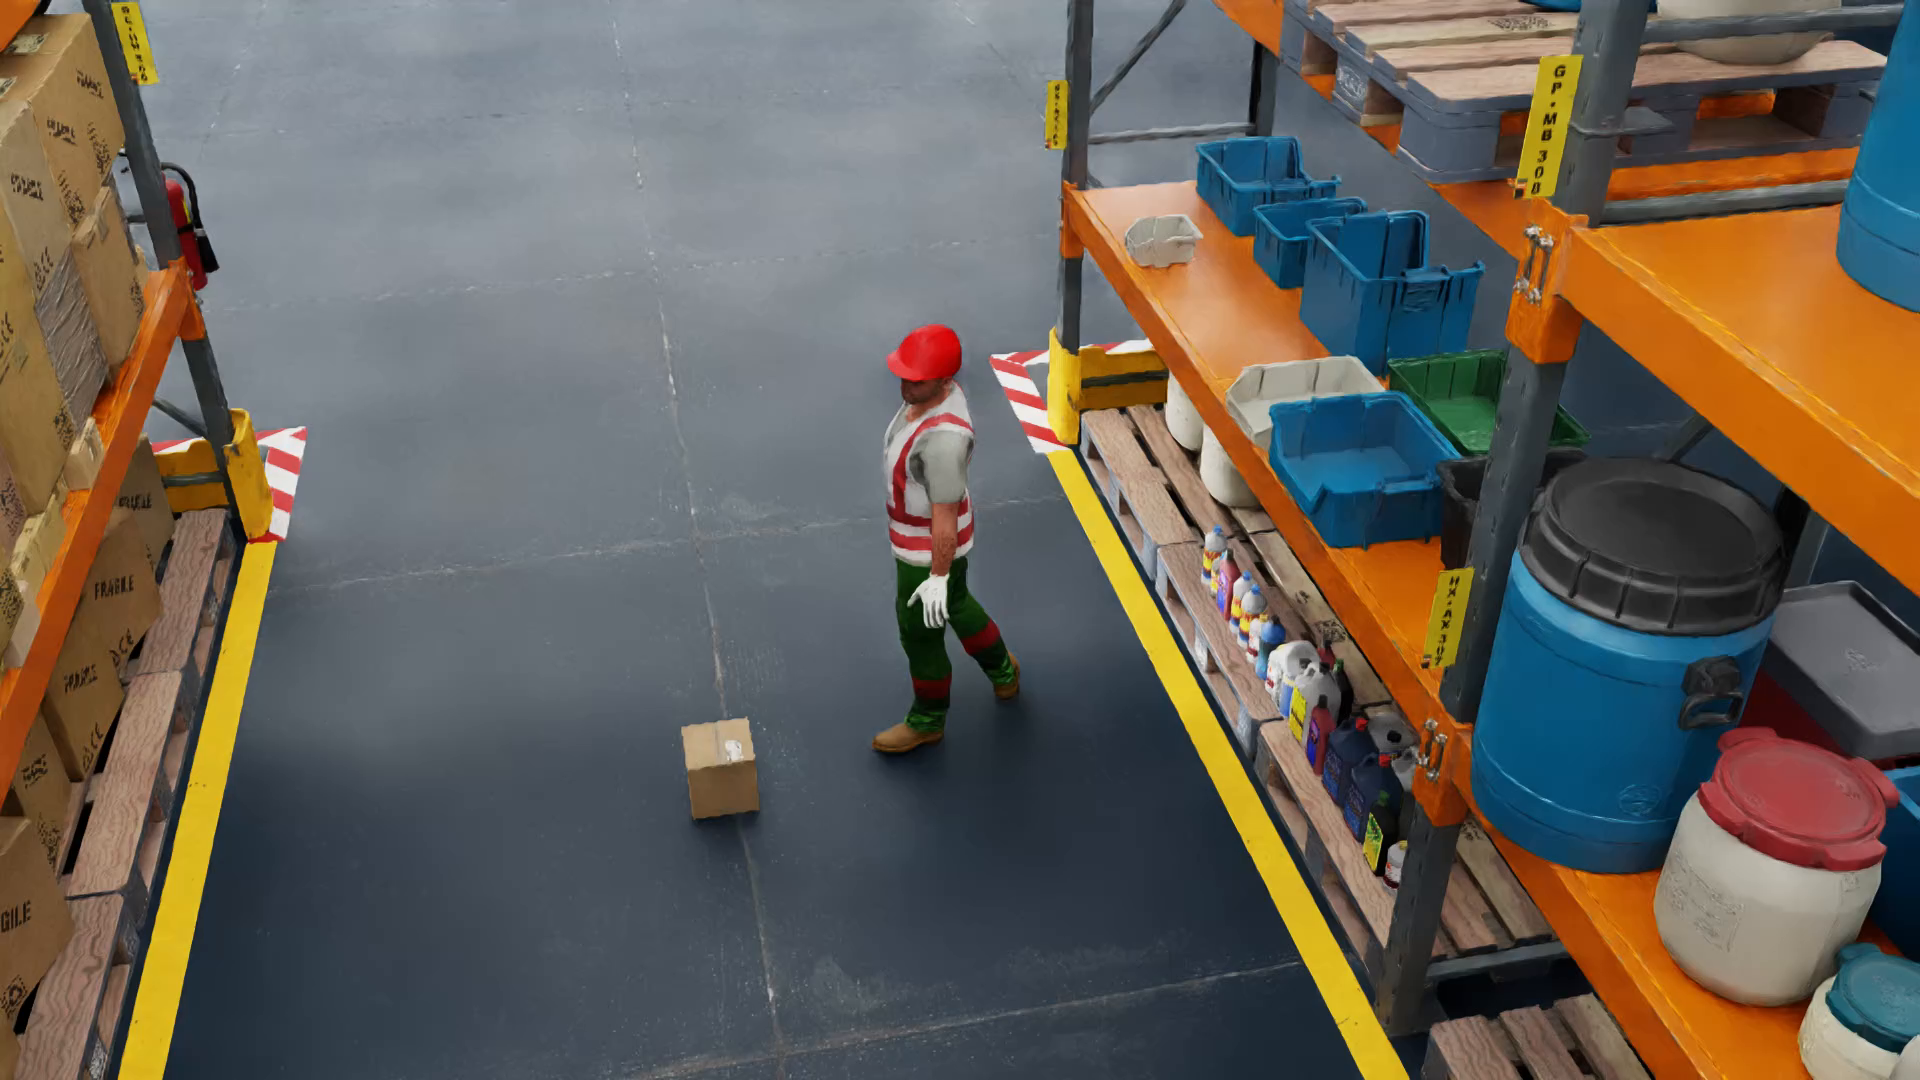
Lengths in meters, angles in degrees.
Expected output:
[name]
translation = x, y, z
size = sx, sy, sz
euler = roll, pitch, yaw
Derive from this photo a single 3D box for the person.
[person]
translation = -0.050, -0.009, 6.141
size = 0.601, 1.791, 0.729
euler = -1, 34, -1
